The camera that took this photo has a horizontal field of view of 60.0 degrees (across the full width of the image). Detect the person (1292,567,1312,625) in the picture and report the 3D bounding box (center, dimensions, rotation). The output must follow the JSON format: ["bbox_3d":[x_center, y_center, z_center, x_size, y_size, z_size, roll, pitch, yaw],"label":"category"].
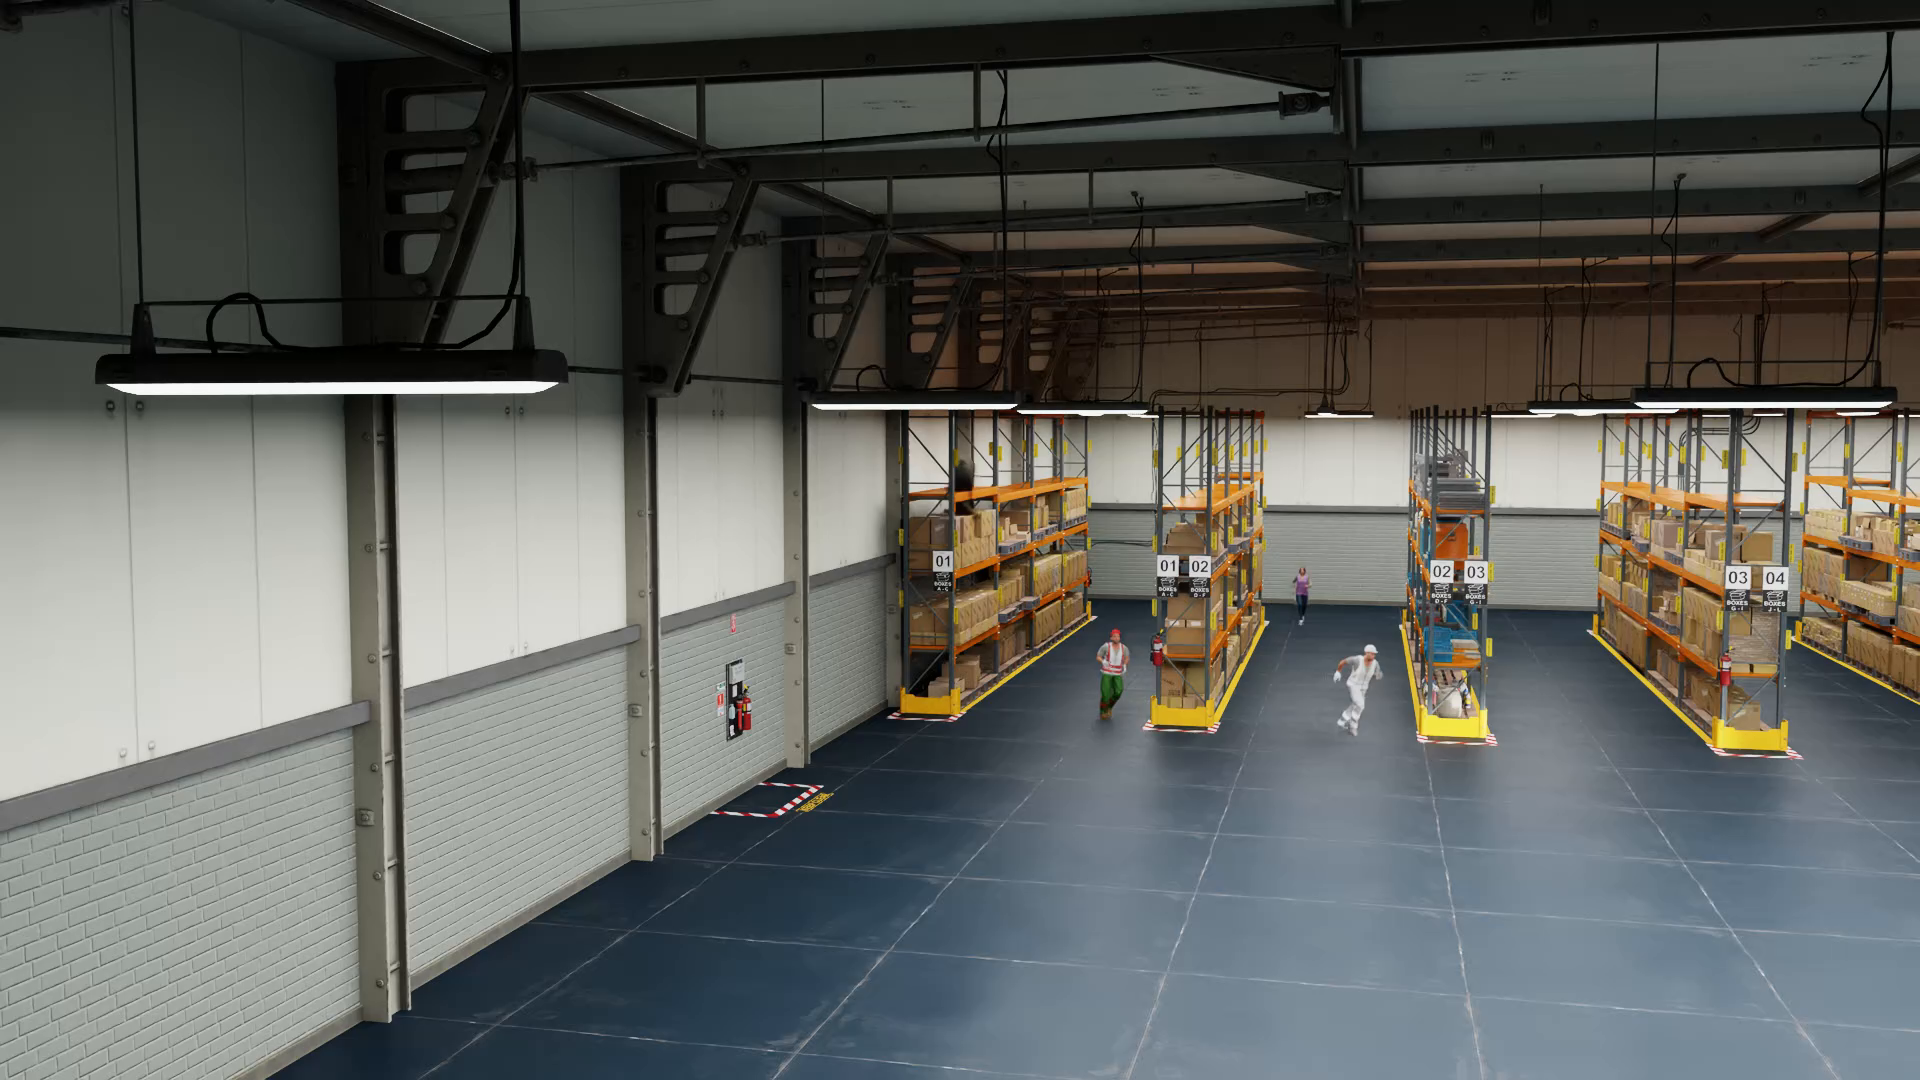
[{"bbox_3d":[9.616,1.545,46.805,0.502,1.592,0.874,0,4,4],"label":"person"}]

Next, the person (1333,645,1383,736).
[{"bbox_3d":[7.269,2.705,30.234,0.663,1.655,1.020,-2,4,-24],"label":"person"}]

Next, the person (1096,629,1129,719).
[{"bbox_3d":[2.947,2.569,31.728,0.672,1.736,0.608,-1,4,-7],"label":"person"}]
